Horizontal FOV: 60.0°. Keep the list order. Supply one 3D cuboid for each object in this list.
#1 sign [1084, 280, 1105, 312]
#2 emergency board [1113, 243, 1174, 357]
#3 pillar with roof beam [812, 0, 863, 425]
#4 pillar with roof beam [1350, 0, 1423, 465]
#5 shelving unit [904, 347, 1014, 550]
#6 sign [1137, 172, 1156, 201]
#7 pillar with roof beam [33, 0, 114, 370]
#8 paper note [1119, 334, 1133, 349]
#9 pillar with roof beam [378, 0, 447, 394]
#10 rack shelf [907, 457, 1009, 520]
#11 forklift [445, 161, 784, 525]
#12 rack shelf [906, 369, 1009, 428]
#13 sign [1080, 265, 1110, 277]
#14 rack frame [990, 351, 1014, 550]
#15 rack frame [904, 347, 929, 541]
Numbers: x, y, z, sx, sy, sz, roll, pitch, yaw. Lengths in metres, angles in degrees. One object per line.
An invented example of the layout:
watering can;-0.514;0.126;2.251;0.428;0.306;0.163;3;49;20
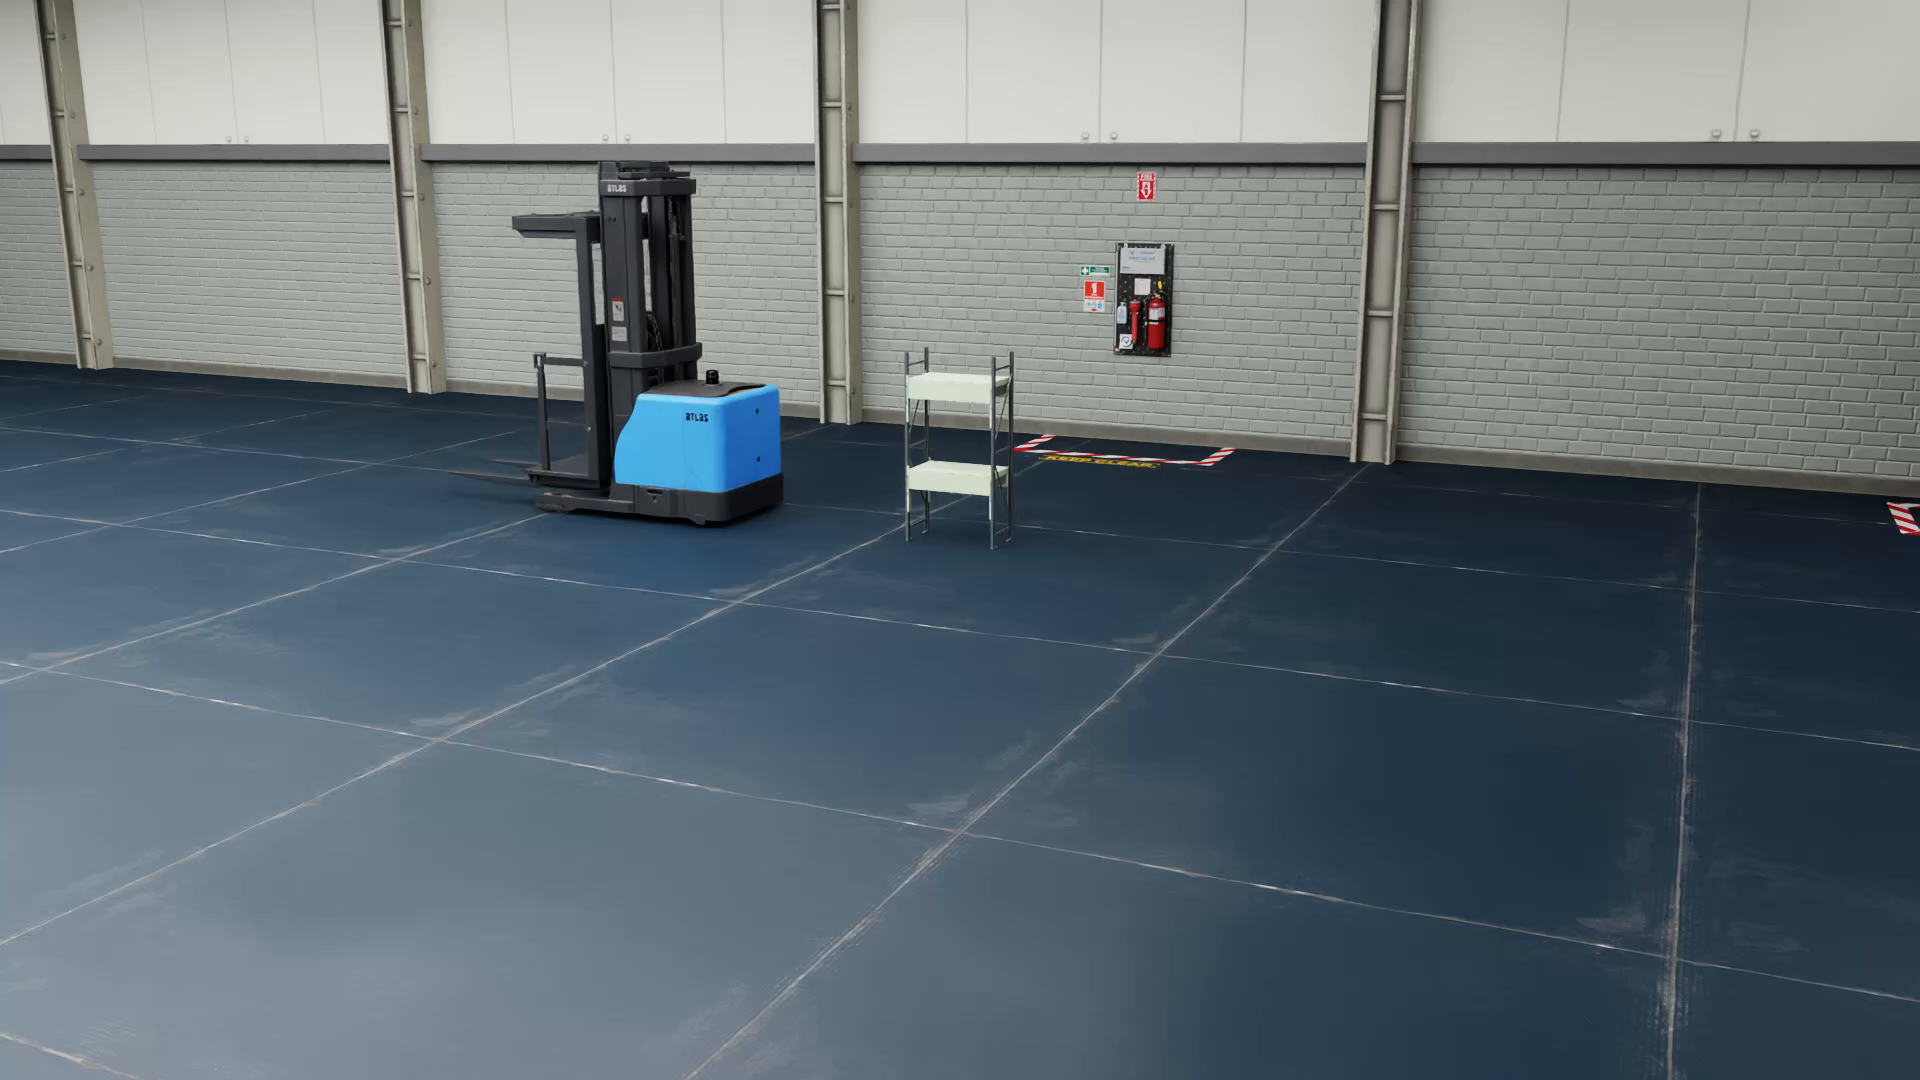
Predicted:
sign;1.423;-2.582;17.614;0.234;0.329;0.001;6;14;23
emergency board;1.887;-2.492;17.308;0.643;1.169;0.194;6;14;23
pillar with roof beam;-3.098;-4.832;14.149;0.400;9.000;9.100;6;14;23
pillar with roof beam;2.387;-4.277;11.783;0.400;9.000;9.100;6;14;23
shelving unit;-0.006;-0.731;13.086;0.755;1.500;0.431;6;14;23
sign;1.920;-3.642;17.135;0.199;0.298;0.001;6;14;23
pillar with roof beam;-14.070;-5.942;18.880;0.400;9.000;9.100;6;14;23
paper note;1.753;-2.094;17.540;0.142;0.148;0.016;6;14;23
pillar with roof beam;-8.584;-5.387;16.515;0.400;9.000;9.100;6;14;23
rack shelf;-0.006;-0.413;13.161;0.720;0.370;0.431;6;14;23
forklift;-3.094;-1.752;14.305;3.031;2.935;1.130;6;14;23
rack shelf;-0.006;-1.111;12.997;0.720;0.370;0.431;6;14;23
sign;1.424;-2.838;17.544;0.331;0.109;0.001;6;14;23
rack frame;0.329;-0.697;12.942;0.023;1.500;0.400;6;14;23
rack frame;-0.341;-0.765;13.230;0.023;1.500;0.400;6;14;23
